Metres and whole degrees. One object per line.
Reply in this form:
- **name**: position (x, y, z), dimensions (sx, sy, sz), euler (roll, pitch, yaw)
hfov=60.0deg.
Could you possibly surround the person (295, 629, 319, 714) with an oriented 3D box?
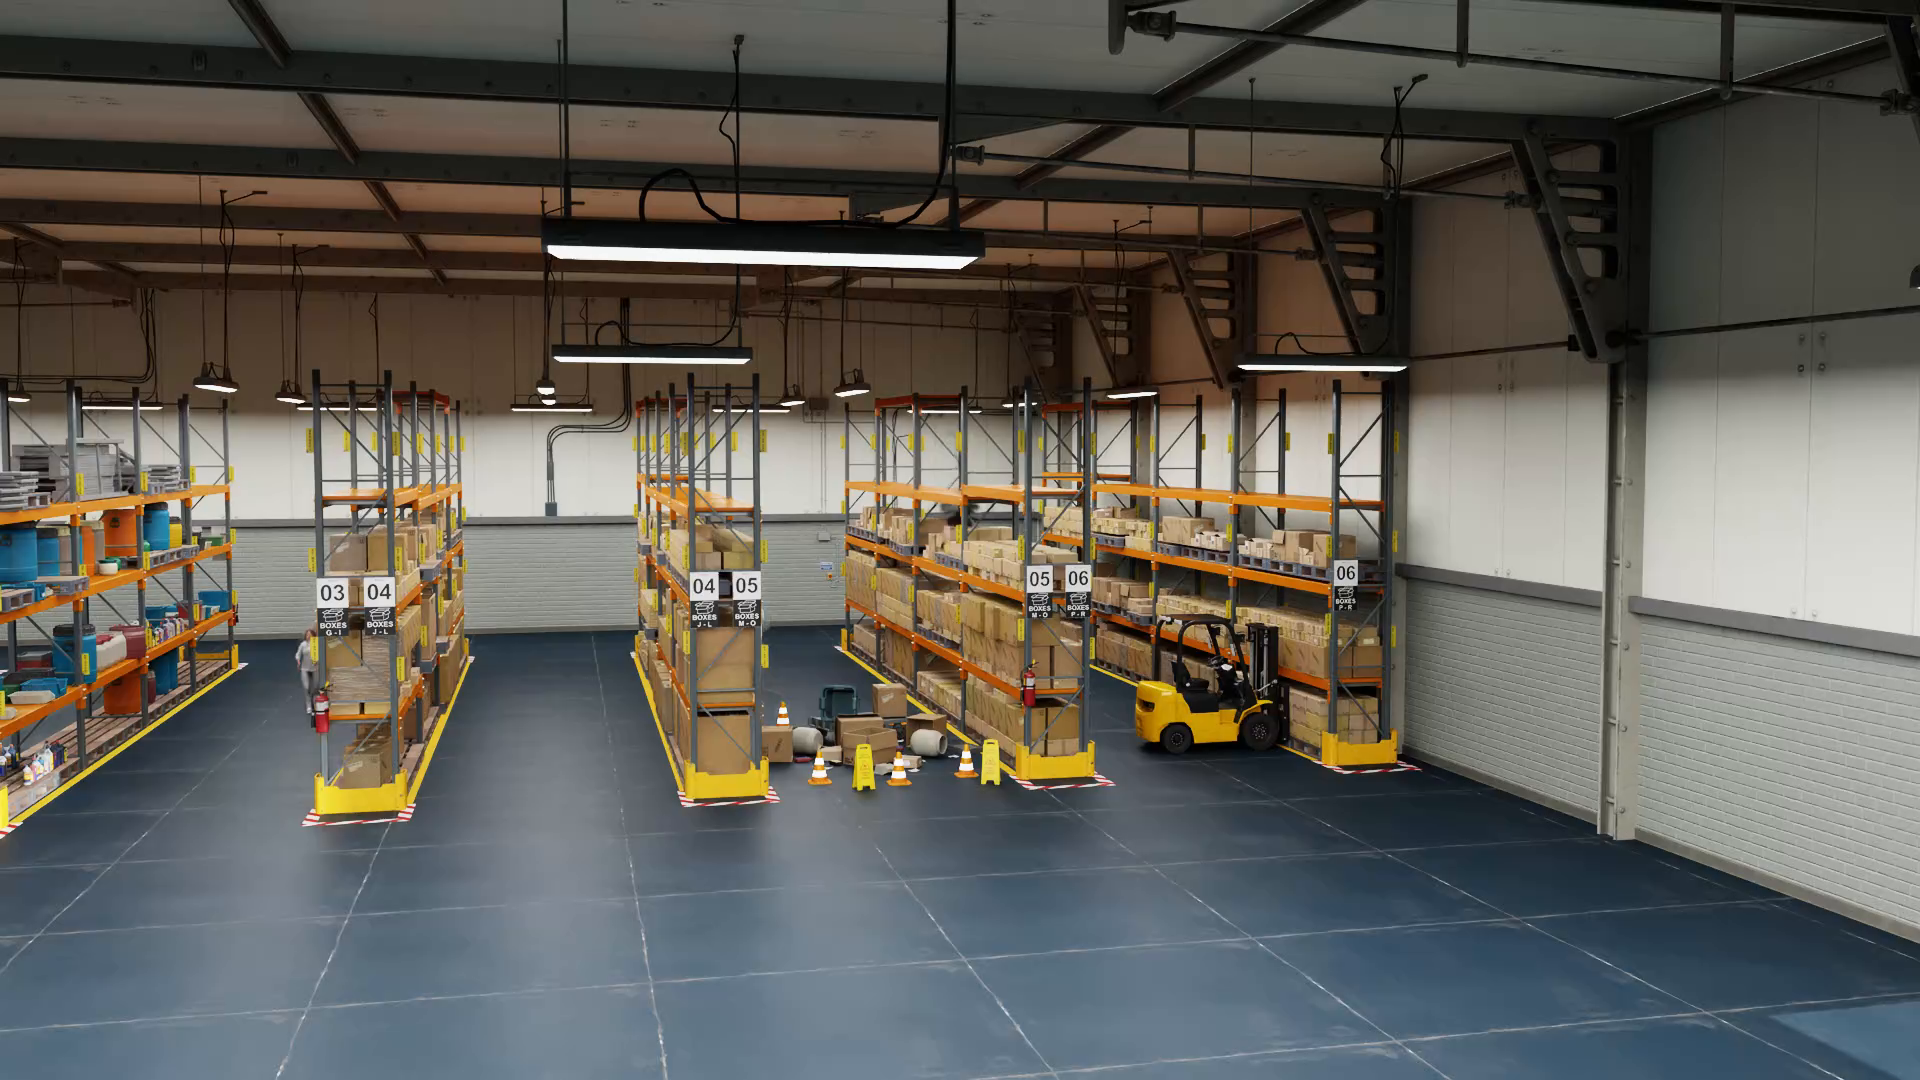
- **person**: position (-12.129, 2.440, 31.034), dimensions (0.539, 1.539, 0.615), euler (-1, 3, -14)
